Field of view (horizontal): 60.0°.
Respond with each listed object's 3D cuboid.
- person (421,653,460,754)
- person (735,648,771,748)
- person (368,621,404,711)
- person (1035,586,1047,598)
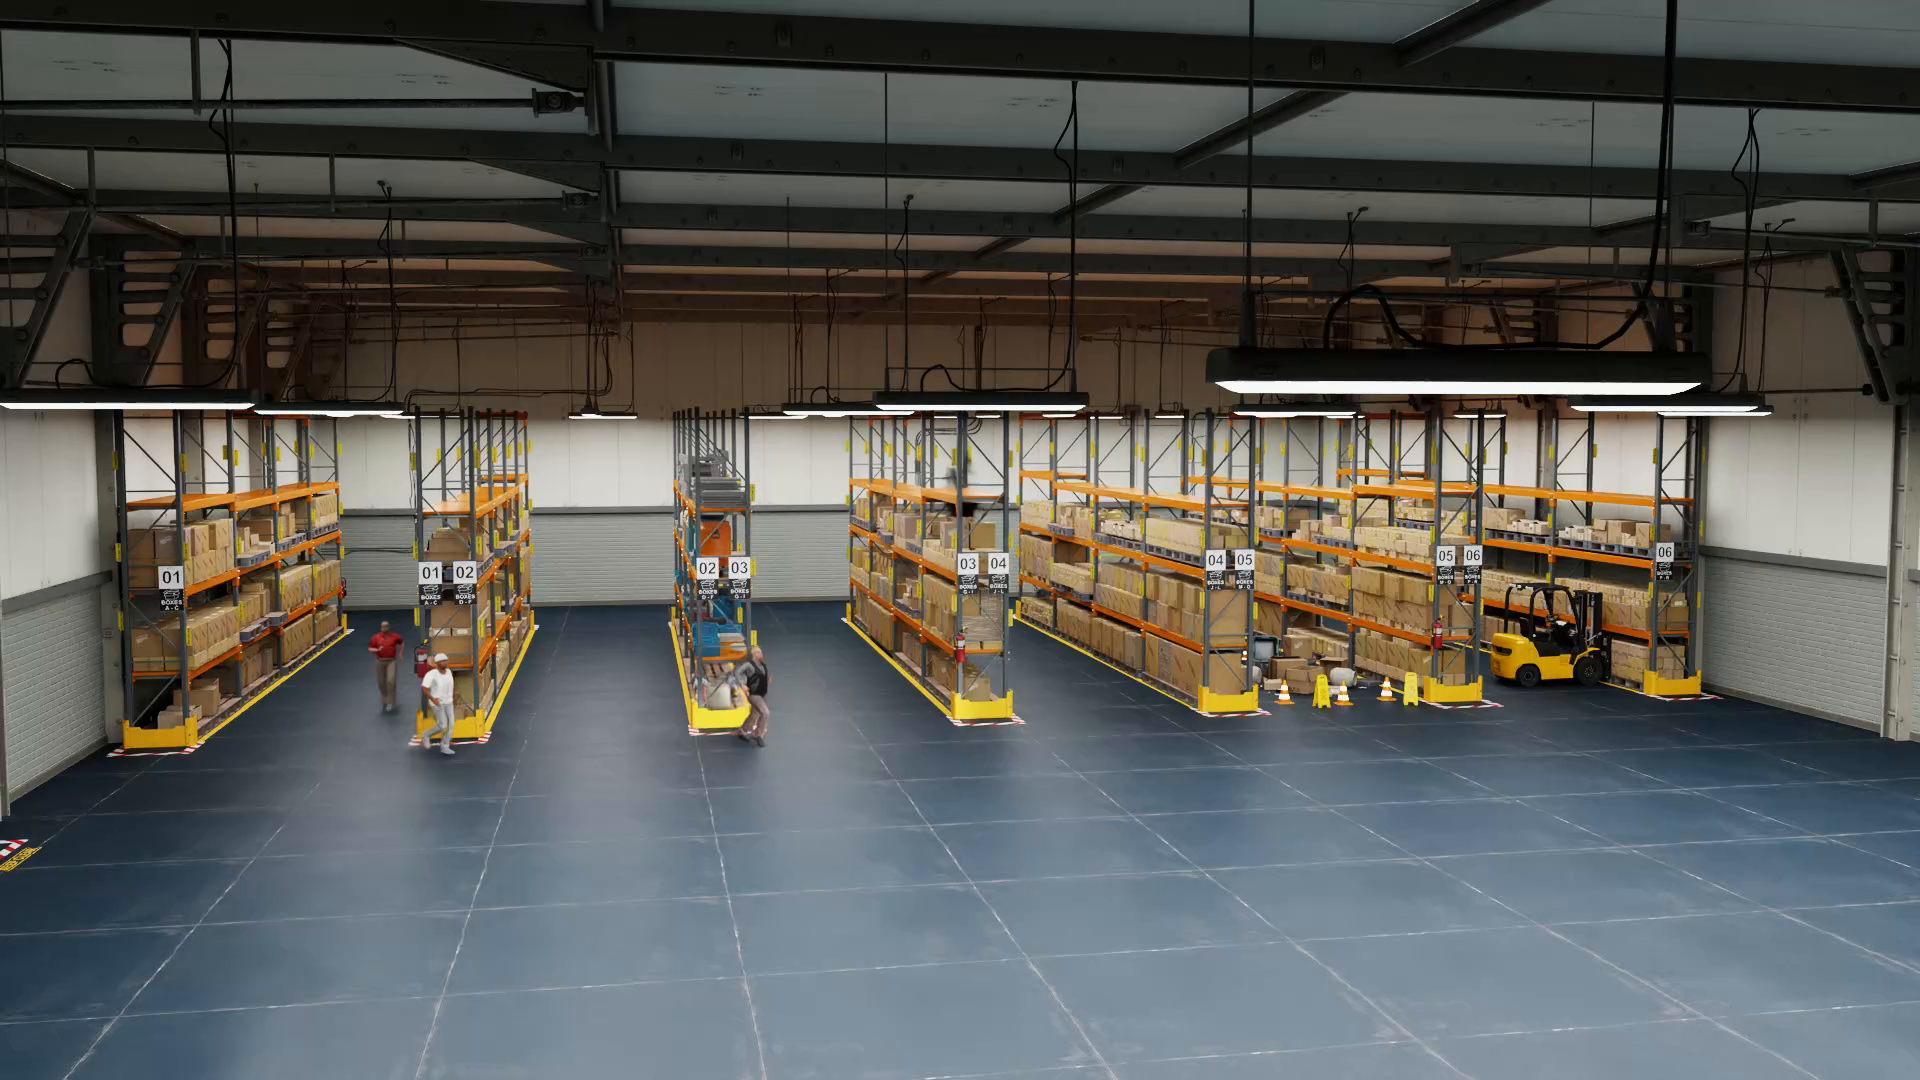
[{"bbox_3d":[-8.988,2.818,28.737,0.659,1.743,0.724,2,5,28],"label":"person"},{"bbox_3d":[-3.634,2.780,29.463,0.713,1.765,0.640,2,4,22],"label":"person"},{"bbox_3d":[-11.446,2.482,33.171,0.656,1.736,0.964,-1,4,-12],"label":"person"},{"bbox_3d":[2.505,1.318,49.656,0.785,1.742,0.705,-1,4,-13],"label":"person"}]
